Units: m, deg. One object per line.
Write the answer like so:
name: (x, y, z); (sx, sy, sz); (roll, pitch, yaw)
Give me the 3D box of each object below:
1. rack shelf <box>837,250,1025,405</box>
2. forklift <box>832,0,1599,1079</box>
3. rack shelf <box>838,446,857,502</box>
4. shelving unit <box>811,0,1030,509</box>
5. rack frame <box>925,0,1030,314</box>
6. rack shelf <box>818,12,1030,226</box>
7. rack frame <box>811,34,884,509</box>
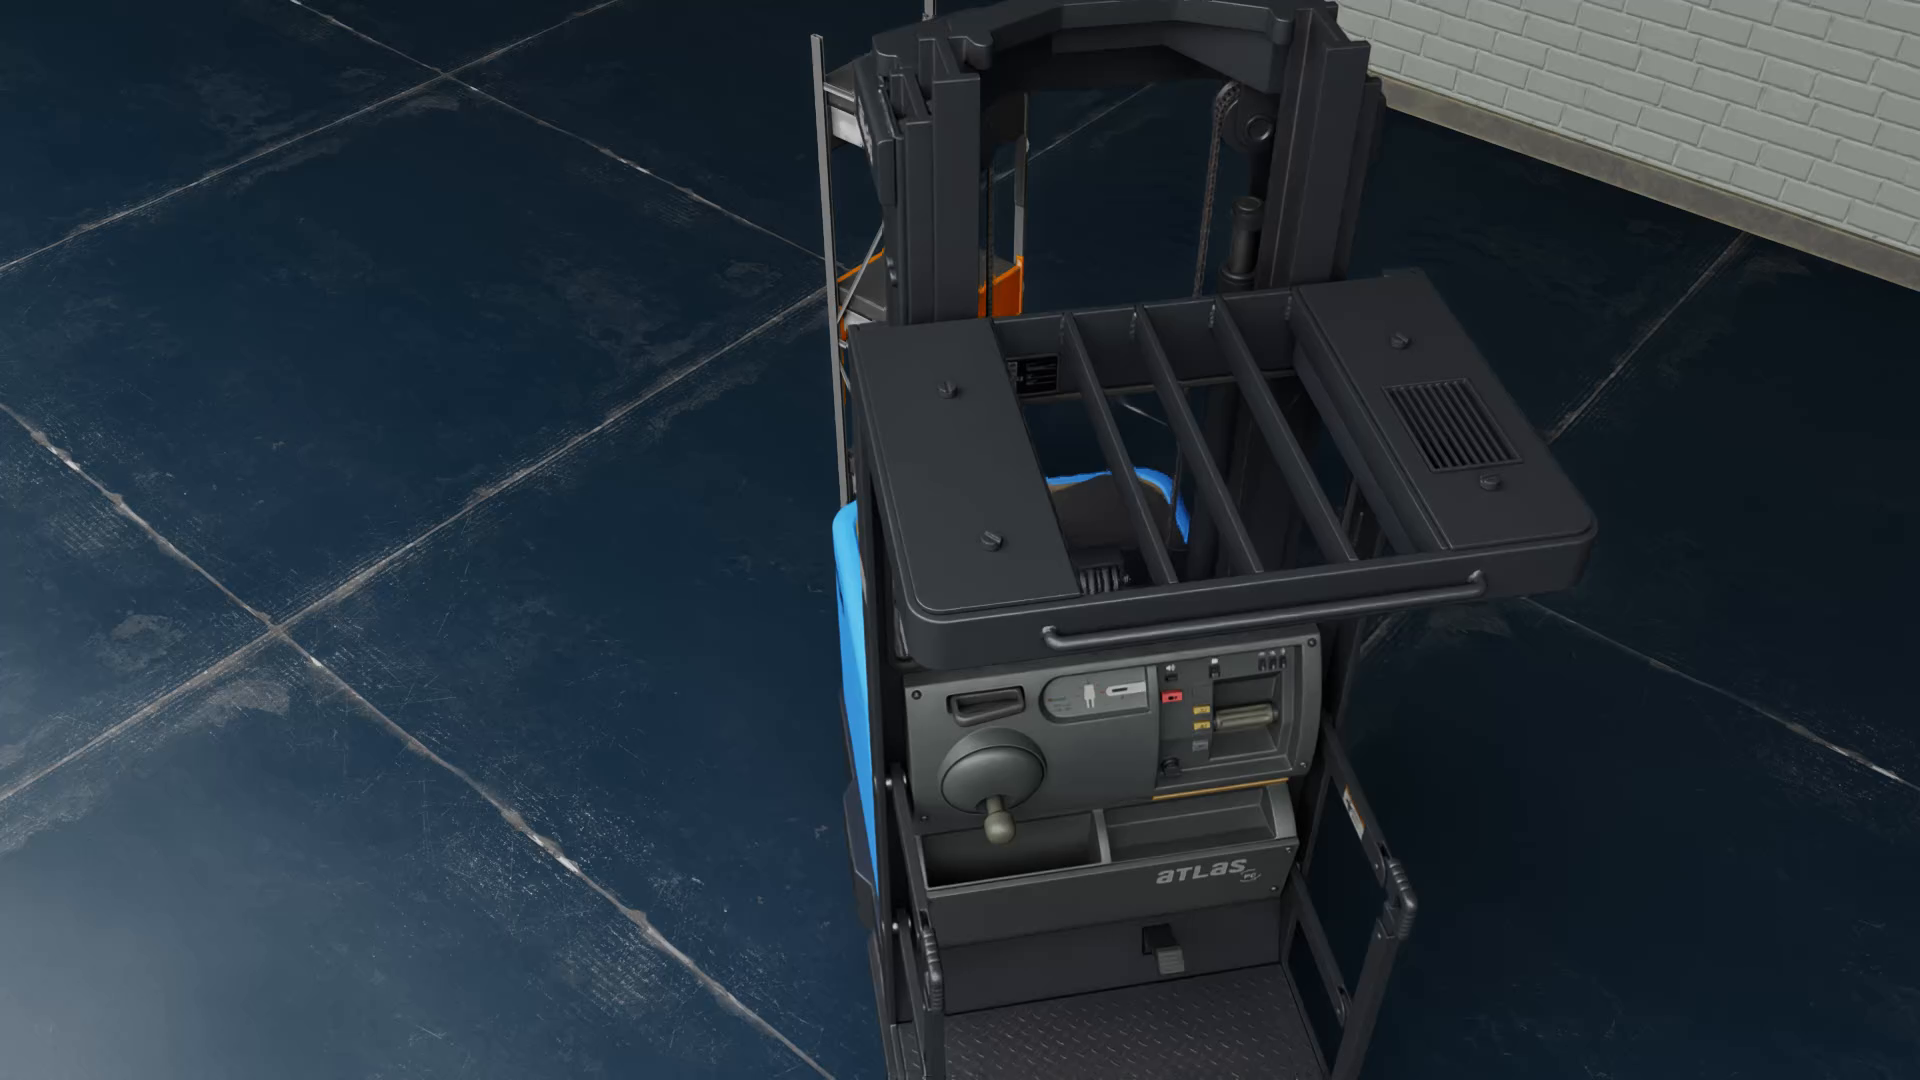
rack shelf: (-0.107, -0.682, 5.459); (0.431, 0.518, 0.480); (29, 50, 28)
forklift: (0.385, 0.513, 3.507); (1.130, 2.935, 3.031); (-7, 43, -7)
rack shelf: (-0.107, -0.164, 5.930); (0.431, 0.518, 0.480); (29, 50, 28)
shelving unit: (-0.107, -0.692, 5.450); (0.431, 2.100, 0.503); (29, 50, 28)
rack frame: (0.050, -0.817, 5.588); (0.400, 2.100, 0.015); (29, 50, 28)
rack shelf: (-0.107, -1.199, 4.988); (0.431, 0.518, 0.480); (29, 50, 28)
rack frame: (-0.264, -0.566, 5.312); (0.400, 2.100, 0.015); (29, 50, 28)
